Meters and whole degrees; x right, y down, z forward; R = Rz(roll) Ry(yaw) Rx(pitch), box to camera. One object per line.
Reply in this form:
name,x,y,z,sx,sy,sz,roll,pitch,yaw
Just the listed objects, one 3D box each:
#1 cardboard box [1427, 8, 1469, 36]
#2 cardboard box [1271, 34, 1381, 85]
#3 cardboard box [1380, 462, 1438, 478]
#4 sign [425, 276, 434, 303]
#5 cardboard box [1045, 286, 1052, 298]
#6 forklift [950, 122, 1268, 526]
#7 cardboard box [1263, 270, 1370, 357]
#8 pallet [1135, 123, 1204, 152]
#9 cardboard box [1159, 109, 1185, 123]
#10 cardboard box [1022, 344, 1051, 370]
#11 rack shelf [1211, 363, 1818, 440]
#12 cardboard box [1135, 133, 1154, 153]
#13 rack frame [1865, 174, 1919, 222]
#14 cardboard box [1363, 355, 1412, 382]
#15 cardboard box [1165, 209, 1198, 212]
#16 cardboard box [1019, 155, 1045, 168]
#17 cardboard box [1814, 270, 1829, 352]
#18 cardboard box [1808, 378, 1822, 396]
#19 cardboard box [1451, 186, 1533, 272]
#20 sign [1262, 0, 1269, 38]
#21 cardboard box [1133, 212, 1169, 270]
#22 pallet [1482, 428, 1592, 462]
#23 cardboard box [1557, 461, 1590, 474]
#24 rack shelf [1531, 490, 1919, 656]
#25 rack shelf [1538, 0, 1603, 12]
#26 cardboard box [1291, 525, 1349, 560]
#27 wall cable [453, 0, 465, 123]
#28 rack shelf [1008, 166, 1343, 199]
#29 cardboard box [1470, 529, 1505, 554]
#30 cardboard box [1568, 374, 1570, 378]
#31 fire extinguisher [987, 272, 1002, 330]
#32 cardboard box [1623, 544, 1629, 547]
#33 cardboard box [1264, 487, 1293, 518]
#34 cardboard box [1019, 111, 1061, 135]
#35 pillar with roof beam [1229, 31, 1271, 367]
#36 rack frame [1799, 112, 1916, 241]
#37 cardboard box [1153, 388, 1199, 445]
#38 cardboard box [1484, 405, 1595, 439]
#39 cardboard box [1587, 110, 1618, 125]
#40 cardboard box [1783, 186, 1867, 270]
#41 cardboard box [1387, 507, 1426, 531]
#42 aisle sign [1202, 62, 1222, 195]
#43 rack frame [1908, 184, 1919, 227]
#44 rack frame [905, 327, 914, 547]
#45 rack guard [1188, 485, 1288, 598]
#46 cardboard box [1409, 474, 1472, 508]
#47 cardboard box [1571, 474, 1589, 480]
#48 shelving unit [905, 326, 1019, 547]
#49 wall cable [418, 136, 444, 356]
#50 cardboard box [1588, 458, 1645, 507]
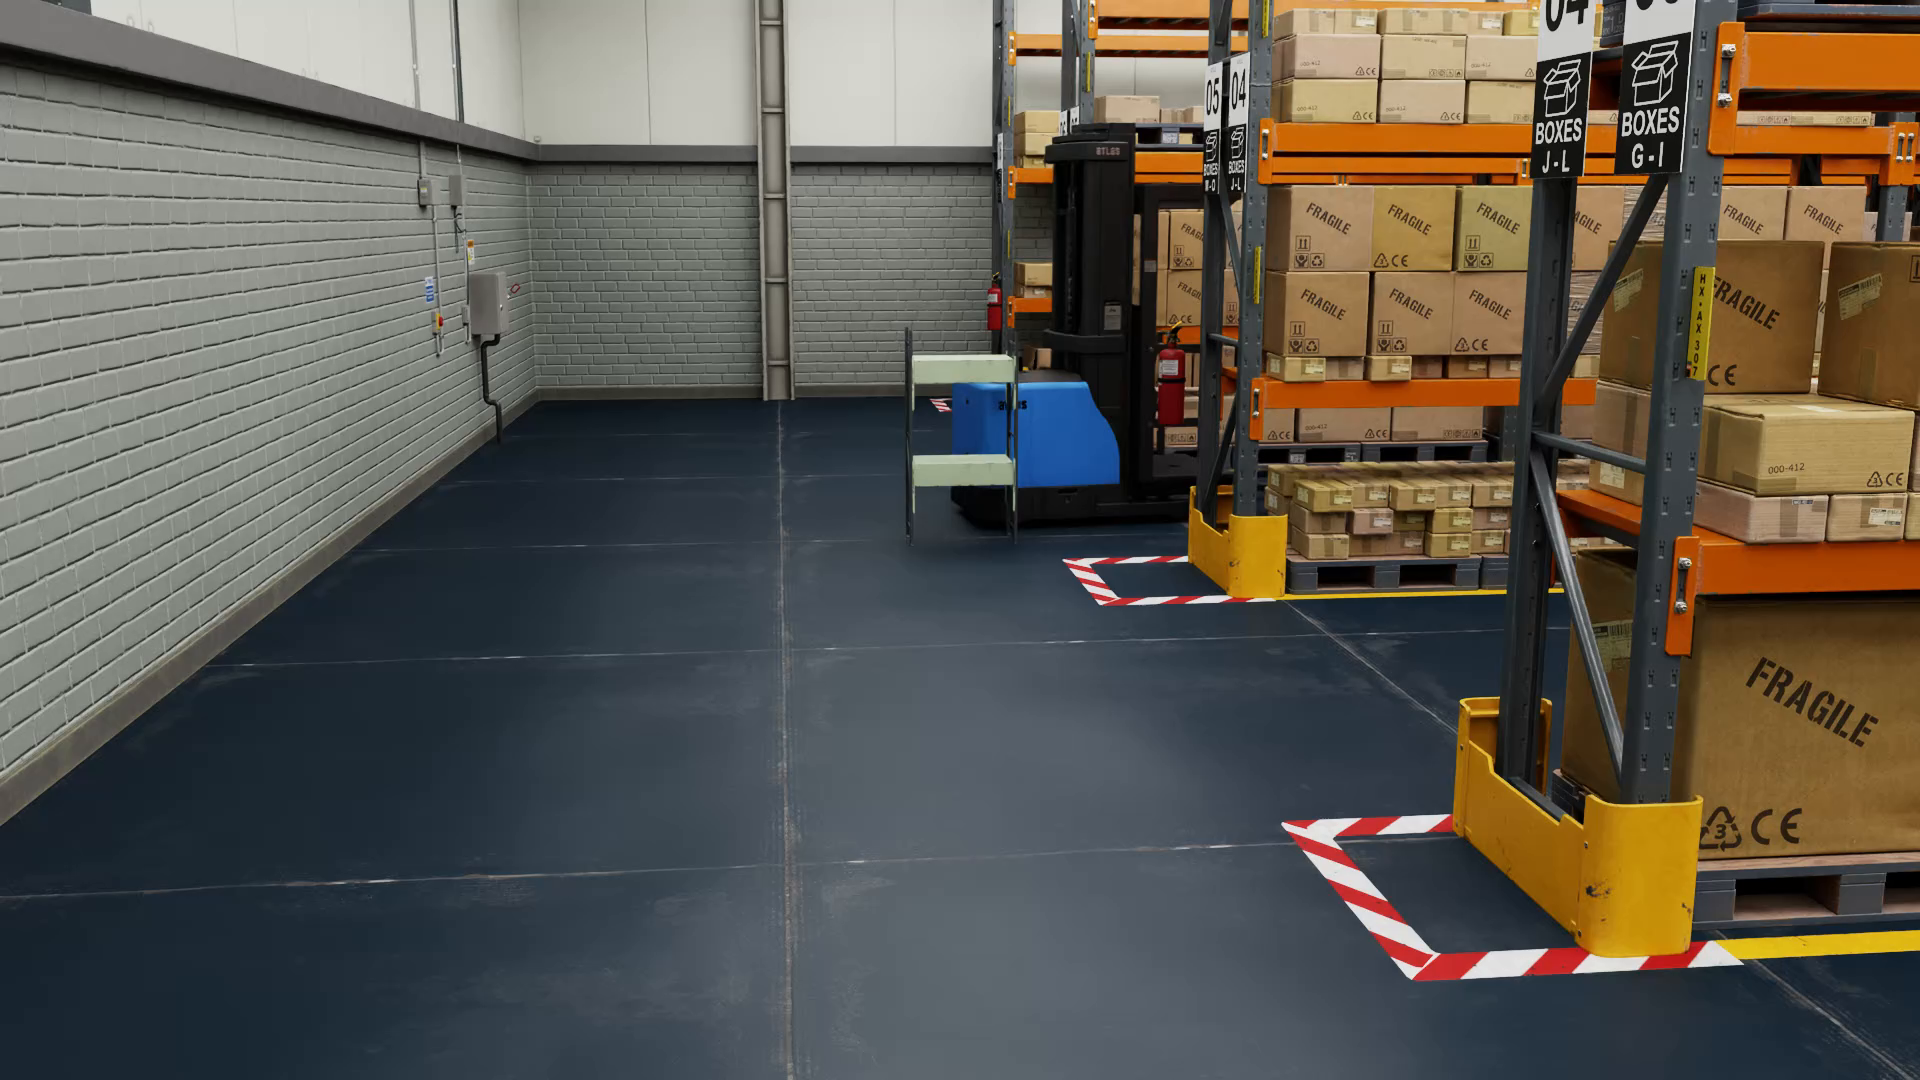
cardboard box,2.800,-3.031,9.795,0.250,0.149,0.380,-1,11,-5
cardboard box,2.153,-2.834,9.823,0.500,0.250,0.500,-1,11,-5
cardboard box,2.942,-0.407,10.920,0.250,0.149,0.380,-2,11,-8
sign,-4.615,-2.178,14.470,0.001,0.218,0.327,-1,11,-6
cardboard box,1.109,-2.975,19.875,0.250,0.149,0.380,-1,11,-5
forklift,1.500,-1.672,12.777,3.031,2.935,1.130,-3,11,-14
cardboard box,2.155,-1.382,10.092,0.500,0.500,0.500,-1,11,-3
pallet,1.780,-3.624,14.978,1.213,0.211,1.003,-1,11,-6
cardboard box,1.890,-3.832,15.113,0.250,0.149,0.380,-2,11,-10
cardboard box,1.123,-2.105,20.184,0.637,0.503,0.797,-2,11,-8
rack shelf,3.667,-0.919,10.633,4.000,0.370,1.077,-1,11,-6
cardboard box,1.988,-4.654,19.604,0.500,0.250,0.500,-2,11,-8
rack frame,8.997,-2.345,16.018,0.127,3.000,1.000,-1,11,-6
cardboard box,2.558,-1.060,10.135,0.250,0.149,0.380,-2,11,-8
cardboard box,1.950,-2.993,14.782,0.250,0.149,0.380,-1,11,-4
cardboard box,0.846,-4.440,19.553,0.250,0.149,0.380,-1,11,-5
cardboard box,5.205,-1.445,10.411,0.500,0.500,0.500,-1,11,-6
cardboard box,3.072,-0.421,5.852,0.500,0.250,0.500,-1,11,-7
cardboard box,3.175,-1.893,10.099,0.500,0.500,0.500,-1,11,-7
sign,1.738,-3.027,9.449,0.005,0.325,0.100,-1,11,-6
cardboard box,1.552,-2.673,14.837,0.500,0.500,0.500,-1,11,-7
pallet,5.780,-0.923,16.018,1.213,0.211,1.003,-1,11,-6
cardboard box,3.984,-0.416,10.966,0.250,0.149,0.380,-2,11,-8
rack shelf,4.103,0.034,5.784,4.000,0.370,1.077,-1,11,-6
rack shelf,7.009,-4.697,15.335,4.000,0.370,1.077,-1,11,-6
cardboard box,2.234,0.013,10.330,0.250,0.149,0.380,-1,11,-5
wall cable,-4.922,-5.647,17.166,0.133,3.039,2.988,-1,11,-6
rack shelf,2.493,-4.290,20.004,4.000,0.370,1.077,-1,11,-6
cardboard box,3.241,-0.023,10.511,0.250,0.149,0.380,-1,11,-6
cardboard box,3.582,-1.094,10.306,0.250,0.149,0.380,-1,11,-4
fire extinguisher,0.408,-2.817,19.589,0.183,0.674,0.296,-1,11,-6
cardboard box,4.274,-0.026,10.527,0.250,0.149,0.380,-1,11,-6
cardboard box,2.173,-0.250,10.892,0.250,0.149,0.380,-2,11,-8
cardboard box,0.973,-4.880,19.462,0.500,0.250,0.500,-1,11,-7
pillar with roof beam,4.156,-5.489,16.463,0.400,9.000,9.100,-1,11,-6
rack frame,5.656,-1.314,10.776,0.127,3.000,1.000,-1,11,-6
cardboard box,1.689,-1.160,15.544,0.875,0.438,0.875,-2,11,-8
cardboard box,5.628,-1.453,15.902,0.875,0.875,0.875,-1,11,-4
cardboard box,3.702,-2.621,10.038,0.500,0.250,0.500,-1,11,-6
cardboard box,5.218,-1.938,10.328,0.500,0.500,0.500,-2,11,-8
cardboard box,2.740,-0.162,10.449,0.250,0.149,0.380,-1,11,-5
aisle sign,1.574,-2.562,10.386,0.004,0.787,0.394,-1,11,-6
rack frame,12.434,-3.380,21.283,0.127,3.000,1.000,-1,11,-6
rack frame,-0.357,-0.728,11.685,0.023,1.500,0.400,-1,11,-6
rack guard,1.755,-0.006,10.601,0.348,0.500,1.175,-1,11,-6
cardboard box,3.000,-0.306,10.409,0.250,0.149,0.380,-2,11,-9
cardboard box,4.041,-0.315,10.452,0.250,0.149,0.380,-2,11,-8
shelving unit,0.007,-0.736,11.724,0.755,1.500,0.431,-1,11,-6
wall cable,-4.559,-2.570,14.449,0.123,1.953,0.585,-1,11,-6
cardboard box,2.433,-0.225,5.886,0.250,0.149,0.380,-1,11,-5
